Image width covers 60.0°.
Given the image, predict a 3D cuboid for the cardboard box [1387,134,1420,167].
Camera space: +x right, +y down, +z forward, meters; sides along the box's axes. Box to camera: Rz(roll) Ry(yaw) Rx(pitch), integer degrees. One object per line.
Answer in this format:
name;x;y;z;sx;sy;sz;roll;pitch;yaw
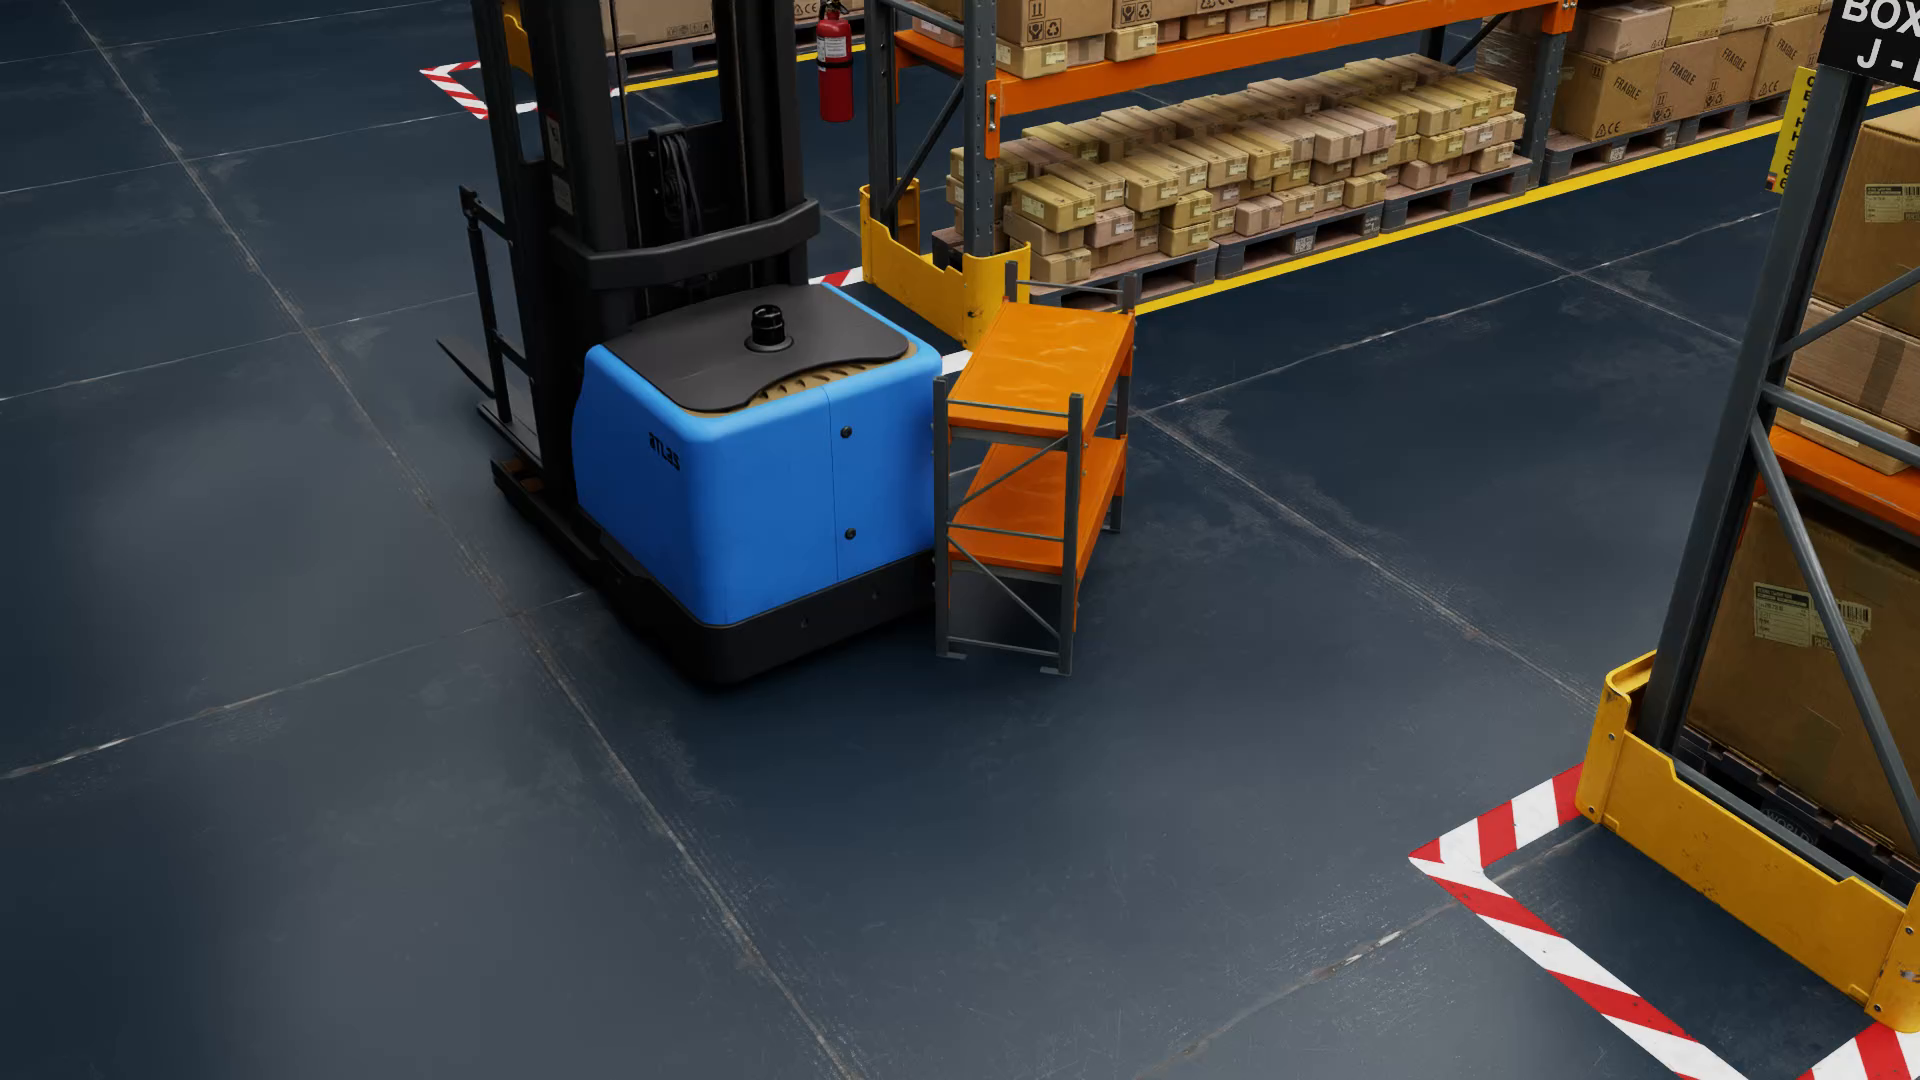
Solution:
cardboard box;2.414;-2.287;9.564;0.250;0.149;0.380;-19;37;-27

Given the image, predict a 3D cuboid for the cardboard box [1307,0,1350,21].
cardboard box;1.819;-2.843;8.681;0.250;0.149;0.380;-18;37;-26

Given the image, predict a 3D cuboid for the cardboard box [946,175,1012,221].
cardboard box;0.134;-1.843;8.860;0.250;0.149;0.380;-20;37;-29

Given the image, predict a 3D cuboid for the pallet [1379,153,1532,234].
pallet;2.662;-2.232;10.090;1.213;0.211;1.003;-19;37;-27

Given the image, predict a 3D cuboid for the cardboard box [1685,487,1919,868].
cardboard box;2.942;0.289;5.078;0.875;0.875;0.875;-19;37;-27

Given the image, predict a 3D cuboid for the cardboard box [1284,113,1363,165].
cardboard box;1.992;-2.215;9.171;0.250;0.149;0.380;-20;38;-29

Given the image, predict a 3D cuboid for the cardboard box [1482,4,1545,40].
cardboard box;3.696;-3.387;10.555;0.500;0.250;0.500;-20;37;-29

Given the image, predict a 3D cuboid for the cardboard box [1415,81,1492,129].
cardboard box;2.856;-2.533;9.675;0.250;0.149;0.380;-18;37;-27

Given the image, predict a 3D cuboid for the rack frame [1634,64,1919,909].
rack frame;2.447;-0.211;4.273;0.127;3.000;1.000;-19;37;-27

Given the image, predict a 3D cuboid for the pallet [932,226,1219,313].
pallet;0.611;-1.526;8.972;1.213;0.211;1.003;-19;37;-27

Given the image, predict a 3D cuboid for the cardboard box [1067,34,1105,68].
cardboard box;0.486;-2.397;7.974;0.250;0.149;0.380;-18;36;-26

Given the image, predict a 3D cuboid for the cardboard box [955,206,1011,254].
cardboard box;0.174;-1.682;8.884;0.250;0.149;0.380;-18;37;-26

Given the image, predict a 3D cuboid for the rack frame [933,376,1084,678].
rack frame;0.156;-0.024;5.734;0.500;1.125;0.032;8;33;13

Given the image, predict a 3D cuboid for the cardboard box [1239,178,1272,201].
cardboard box;1.494;-2.005;9.116;0.250;0.149;0.380;-17;36;-25

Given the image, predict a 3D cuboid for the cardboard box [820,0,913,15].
cardboard box;-0.898;-4.513;13.101;0.875;0.438;0.875;-20;37;-29

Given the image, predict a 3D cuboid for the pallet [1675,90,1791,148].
pallet;4.887;-3.022;11.343;1.213;0.211;1.003;-19;37;-27

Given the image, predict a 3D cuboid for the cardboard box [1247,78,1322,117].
cardboard box;1.890;-2.567;9.729;0.250;0.149;0.380;-18;37;-26

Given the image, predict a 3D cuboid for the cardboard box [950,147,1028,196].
cardboard box;0.152;-1.955;8.758;0.250;0.149;0.380;-19;37;-27

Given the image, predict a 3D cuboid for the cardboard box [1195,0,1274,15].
cardboard box;1.226;-2.941;8.228;0.500;0.500;0.500;-18;37;-27

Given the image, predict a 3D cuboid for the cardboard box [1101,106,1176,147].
cardboard box;0.991;-2.283;9.278;0.250;0.149;0.380;-18;36;-26

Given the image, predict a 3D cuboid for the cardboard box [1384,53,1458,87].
cardboard box;2.805;-2.838;10.158;0.250;0.149;0.380;-17;36;-25

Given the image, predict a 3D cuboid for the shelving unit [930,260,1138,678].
shelving unit;0.287;-0.287;6.150;0.538;1.125;1.048;8;33;13

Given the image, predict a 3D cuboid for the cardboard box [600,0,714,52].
cardboard box;-2.422;-3.985;12.263;0.875;0.438;0.875;-20;38;-29

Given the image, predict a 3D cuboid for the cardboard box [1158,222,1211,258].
cardboard box;1.114;-1.656;8.843;0.250;0.149;0.380;-18;37;-27

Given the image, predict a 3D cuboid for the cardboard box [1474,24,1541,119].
cardboard box;3.692;-3.068;10.752;0.500;0.500;0.500;-20;37;-28

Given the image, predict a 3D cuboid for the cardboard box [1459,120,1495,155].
cardboard box;2.894;-2.401;9.745;0.250;0.149;0.380;-21;38;-29

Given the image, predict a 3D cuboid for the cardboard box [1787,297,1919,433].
cardboard box;2.711;-0.533;4.645;0.500;0.250;0.500;-20;37;-28

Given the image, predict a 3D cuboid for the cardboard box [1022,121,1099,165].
cardboard box;0.544;-2.134;9.042;0.250;0.149;0.380;-20;37;-28

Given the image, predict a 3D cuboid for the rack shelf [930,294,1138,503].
rack shelf;0.287;-0.534;5.994;0.538;0.278;1.000;8;33;13

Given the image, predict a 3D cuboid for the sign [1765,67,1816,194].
sign;2.165;-1.049;4.293;0.005;0.325;0.100;-19;37;-27

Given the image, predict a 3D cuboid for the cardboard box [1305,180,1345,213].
cardboard box;1.936;-1.982;9.359;0.250;0.149;0.380;-18;37;-26

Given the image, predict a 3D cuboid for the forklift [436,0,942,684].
forklift;-1.318;-1.471;6.334;1.130;2.935;3.031;-21;38;-30

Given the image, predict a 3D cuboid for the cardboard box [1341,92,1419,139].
cardboard box;2.390;-2.418;9.493;0.250;0.149;0.380;-18;36;-26

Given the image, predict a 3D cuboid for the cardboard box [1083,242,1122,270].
cardboard box;0.634;-1.557;8.685;0.250;0.149;0.380;-19;37;-27

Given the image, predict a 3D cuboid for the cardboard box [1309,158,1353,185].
cardboard box;1.974;-2.137;9.325;0.250;0.149;0.380;-21;38;-29

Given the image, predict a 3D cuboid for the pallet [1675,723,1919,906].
pallet;3.077;0.702;5.439;1.213;0.211;1.003;-19;37;-27

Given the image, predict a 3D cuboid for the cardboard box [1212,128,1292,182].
cardboard box;1.565;-2.077;8.951;0.250;0.149;0.380;-18;37;-27

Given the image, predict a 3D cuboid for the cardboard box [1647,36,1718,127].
cardboard box;4.415;-2.990;10.627;0.500;0.500;0.500;-17;36;-25

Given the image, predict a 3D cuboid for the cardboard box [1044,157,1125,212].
cardboard box;0.636;-1.821;8.546;0.250;0.149;0.380;-18;37;-26

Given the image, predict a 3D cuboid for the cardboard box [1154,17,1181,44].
cardboard box;0.885;-2.587;8.276;0.250;0.149;0.380;-17;36;-25

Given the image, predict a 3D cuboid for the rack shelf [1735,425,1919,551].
rack shelf;4.128;-0.485;5.382;4.000;0.370;1.077;-19;37;-27

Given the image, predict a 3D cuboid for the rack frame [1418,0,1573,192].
rack frame;3.207;-3.621;9.679;0.127;3.000;1.000;-19;37;-27

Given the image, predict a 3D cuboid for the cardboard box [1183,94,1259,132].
cardboard box;1.478;-2.397;9.460;0.250;0.149;0.380;-19;37;-27

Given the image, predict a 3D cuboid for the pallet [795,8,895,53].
pallet;-1.268;-4.093;13.040;1.213;0.211;1.003;-19;37;-27

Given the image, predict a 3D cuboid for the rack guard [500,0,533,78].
rack guard;-2.942;-3.591;11.974;0.348;0.500;1.175;-19;37;-27

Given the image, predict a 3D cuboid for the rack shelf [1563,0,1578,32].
rack shelf;4.888;-3.895;10.787;4.000;0.370;1.077;-19;37;-27

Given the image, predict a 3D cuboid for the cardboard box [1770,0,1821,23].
cardboard box;5.282;-3.609;10.906;0.500;0.250;0.500;-18;36;-26

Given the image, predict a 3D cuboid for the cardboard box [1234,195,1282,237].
cardboard box;1.533;-1.806;9.080;0.250;0.149;0.380;-21;38;-30

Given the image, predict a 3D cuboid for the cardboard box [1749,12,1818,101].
cardboard box;5.283;-3.282;11.090;0.500;0.500;0.500;-21;38;-29

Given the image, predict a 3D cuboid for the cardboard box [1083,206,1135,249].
cardboard box;0.685;-1.653;8.558;0.250;0.149;0.380;-19;37;-27

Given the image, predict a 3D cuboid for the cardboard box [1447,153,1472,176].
cardboard box;2.798;-2.289;9.846;0.250;0.149;0.380;-18;36;-26

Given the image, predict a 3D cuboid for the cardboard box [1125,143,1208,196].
cardboard box;1.081;-1.945;8.743;0.250;0.149;0.380;-21;38;-30

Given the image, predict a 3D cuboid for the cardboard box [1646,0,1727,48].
cardboard box;4.417;-3.309;10.430;0.500;0.250;0.500;-18;36;-26

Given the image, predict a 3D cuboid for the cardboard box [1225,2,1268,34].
cardboard box;1.349;-2.713;8.475;0.250;0.149;0.380;-20;37;-28

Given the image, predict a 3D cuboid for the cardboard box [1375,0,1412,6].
cardboard box;2.237;-2.998;8.927;0.250;0.149;0.380;-21;38;-29

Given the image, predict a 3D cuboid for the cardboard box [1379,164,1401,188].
cardboard box;2.324;-2.162;9.644;0.250;0.149;0.380;-20;37;-28

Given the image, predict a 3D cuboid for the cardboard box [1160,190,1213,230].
cardboard box;1.117;-1.788;8.773;0.250;0.149;0.380;-18;36;-26

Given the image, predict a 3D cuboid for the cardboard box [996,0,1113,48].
cardboard box;0.372;-2.639;7.749;0.500;0.500;0.500;-17;36;-25

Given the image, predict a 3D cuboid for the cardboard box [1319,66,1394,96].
cardboard box;2.356;-2.690;9.923;0.250;0.149;0.380;-20;37;-28
